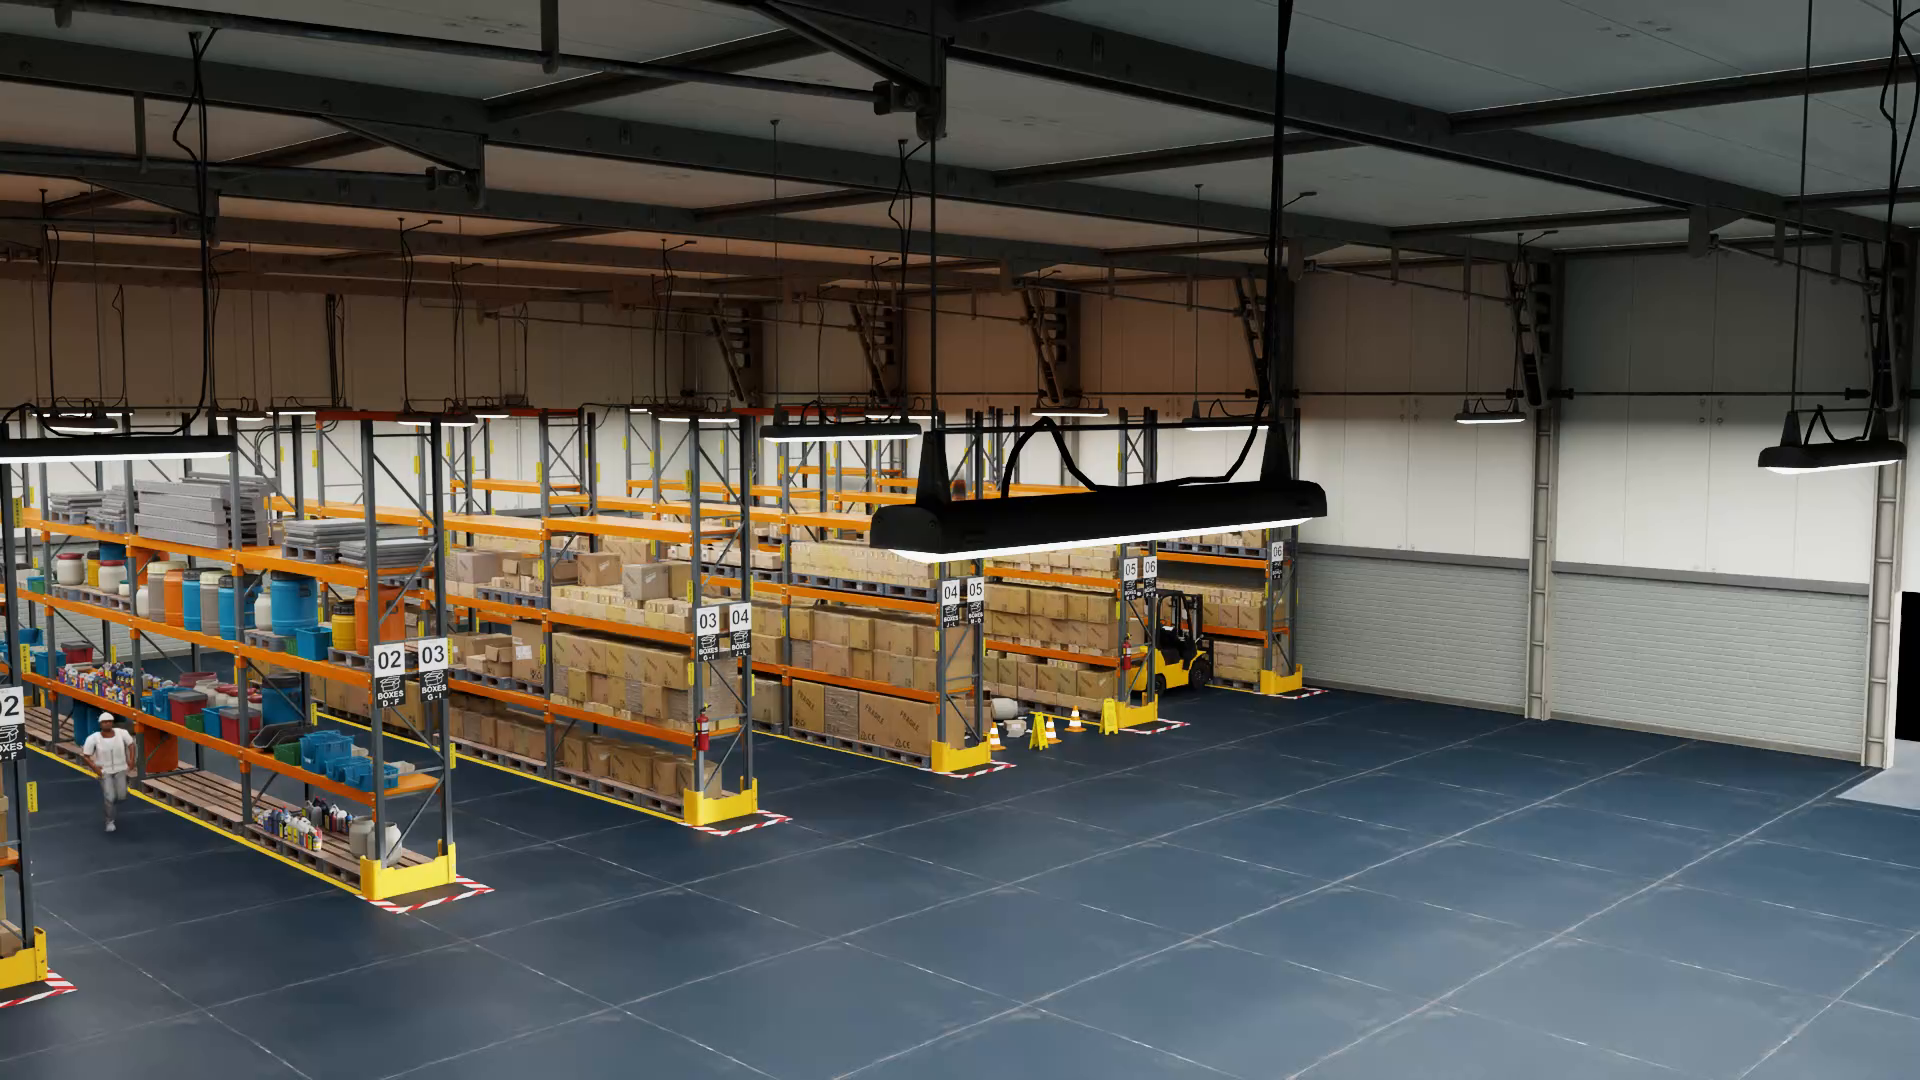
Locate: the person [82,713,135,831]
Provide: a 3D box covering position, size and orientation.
[{"bbox_3d":[-12.314,3.343,24.101,0.713,1.728,0.662,-4,7,-39],"label":"person"}]
